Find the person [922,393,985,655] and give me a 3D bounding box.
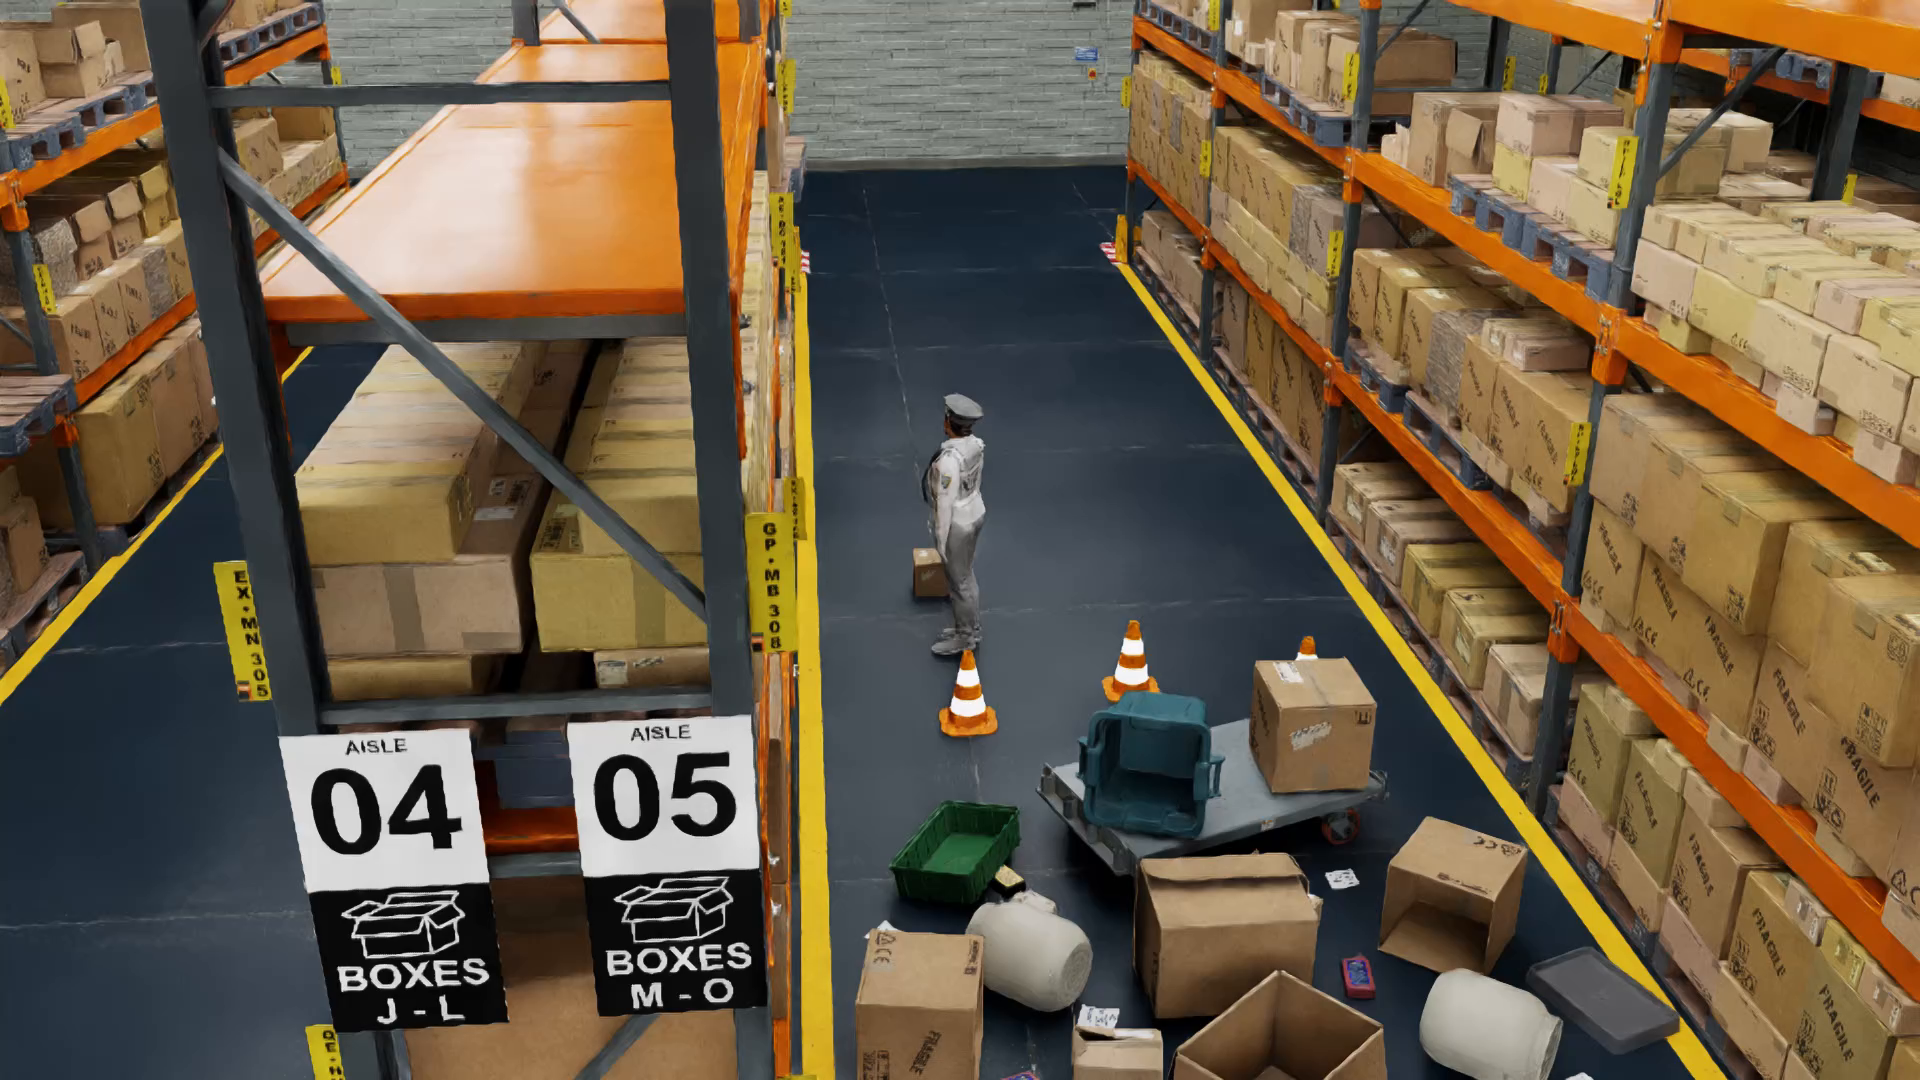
[{"bbox_3d":[-0.026,-0.095,10.456,0.353,1.682,0.530,9,26,20],"label":"person"}]
